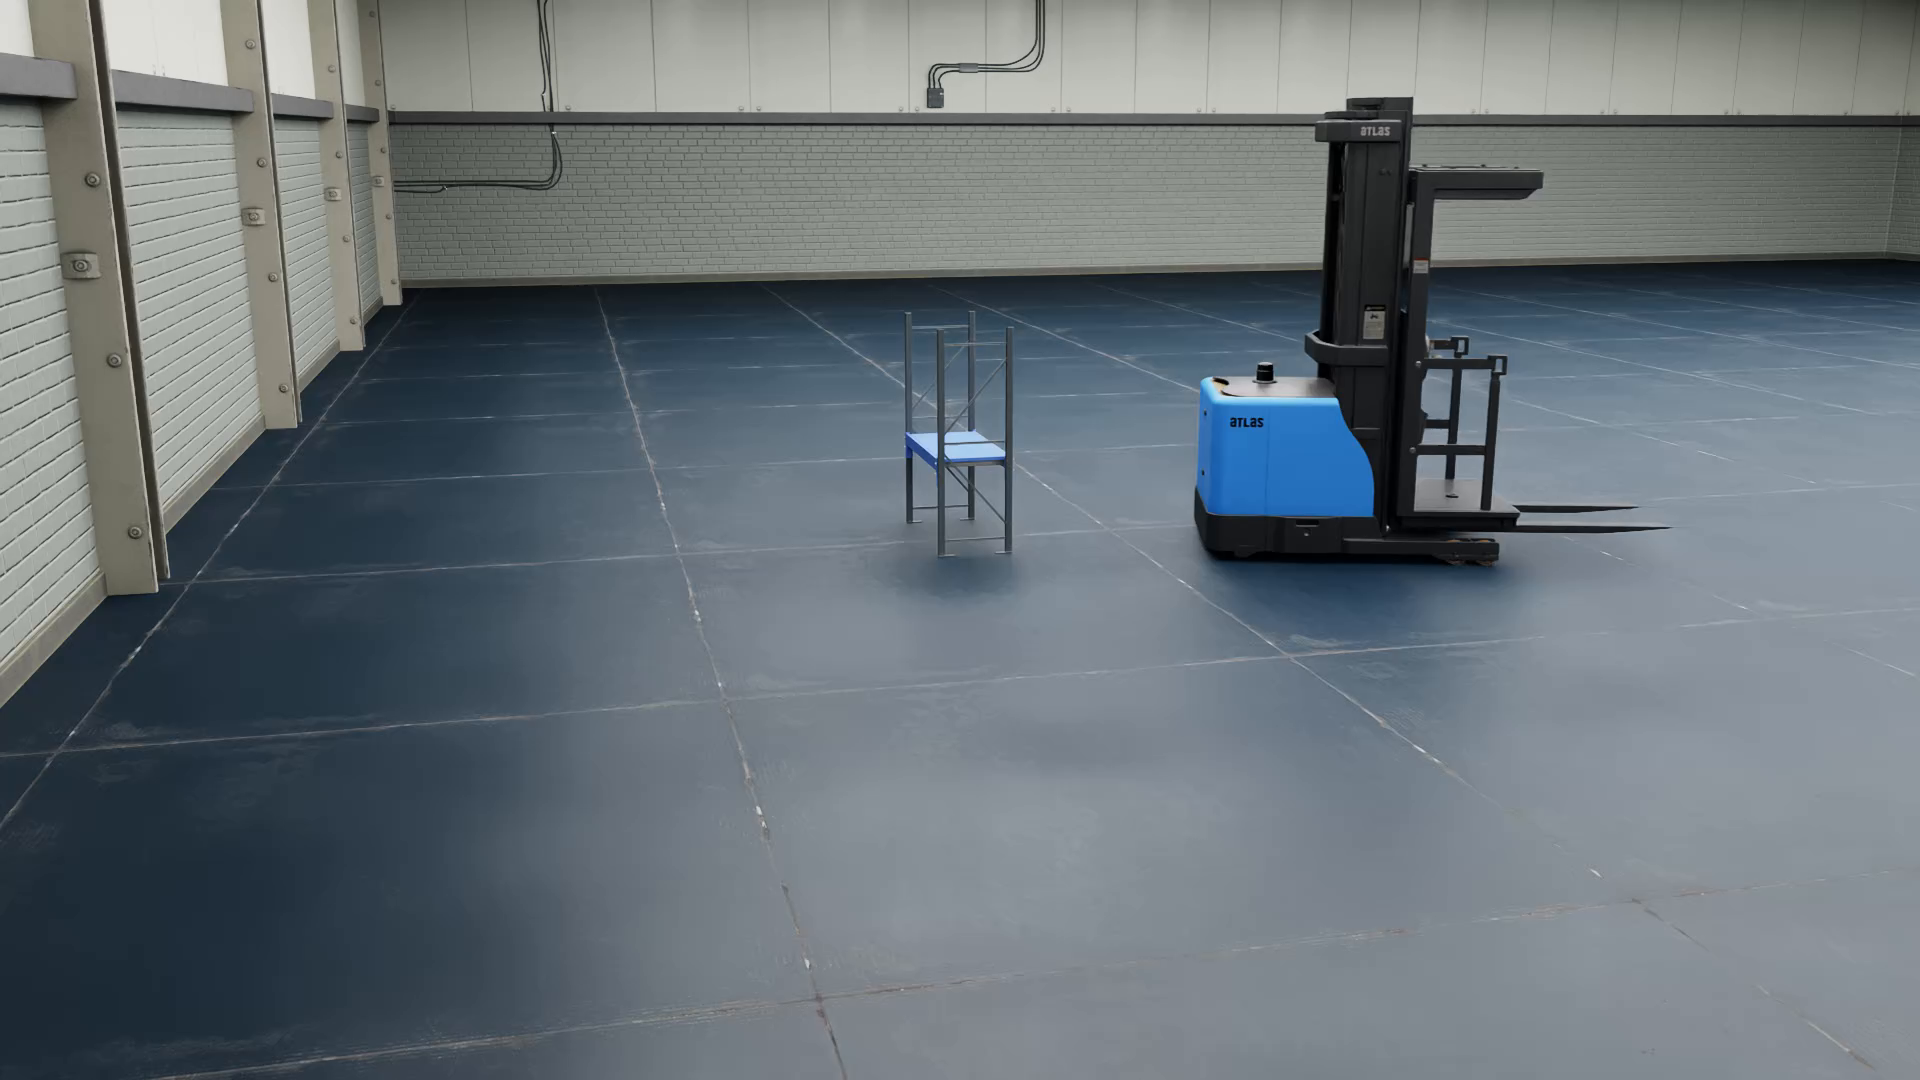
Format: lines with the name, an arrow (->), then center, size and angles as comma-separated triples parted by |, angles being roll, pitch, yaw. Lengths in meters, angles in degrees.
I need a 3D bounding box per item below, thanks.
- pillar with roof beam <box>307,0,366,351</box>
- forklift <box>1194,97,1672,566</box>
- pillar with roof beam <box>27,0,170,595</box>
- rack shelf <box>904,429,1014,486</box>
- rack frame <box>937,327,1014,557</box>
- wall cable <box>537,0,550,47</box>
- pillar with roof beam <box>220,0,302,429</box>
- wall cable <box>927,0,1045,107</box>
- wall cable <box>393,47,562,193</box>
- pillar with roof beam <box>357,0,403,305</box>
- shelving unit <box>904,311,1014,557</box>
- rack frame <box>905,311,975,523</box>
pillar with roof beam -> -3.719, -7.097, 21.514 | 9.100, 9.000, 0.400 | -3, 14, -13
forklift -> 3.144, -1.388, 10.934 | 3.031, 2.935, 1.130 | 1, 14, 3
pillar with roof beam -> -0.901, -4.328, 10.183 | 9.100, 9.000, 0.400 | -3, 14, -13
rack shelf -> -0.020, -0.574, 11.372 | 0.538, 0.185, 1.000 | -3, 14, -13
rack frame -> 0.099, -0.631, 10.850 | 0.500, 1.500, 0.032 | -3, 14, -13
wall cable -> -6.090, -10.090, 29.667 | 3.097, 2.526, 0.112 | -3, 14, -13
pillar with roof beam -> -2.310, -5.713, 15.848 | 9.100, 9.000, 0.400 | -3, 14, -13
wall cable -> 0.512, -11.172, 31.028 | 2.305, 6.003, 0.169 | -3, 14, -13
wall cable -> -8.719, -7.486, 29.649 | 3.097, 2.526, 0.112 | -3, 14, -13
pillar with roof beam -> -5.128, -8.481, 27.180 | 9.100, 9.000, 0.400 | -3, 14, -13
shelving unit -> -0.020, -0.748, 11.330 | 0.538, 1.500, 1.048 | -3, 14, -13
rack frame -> -0.139, -0.866, 11.810 | 0.500, 1.500, 0.032 | -3, 14, -13
